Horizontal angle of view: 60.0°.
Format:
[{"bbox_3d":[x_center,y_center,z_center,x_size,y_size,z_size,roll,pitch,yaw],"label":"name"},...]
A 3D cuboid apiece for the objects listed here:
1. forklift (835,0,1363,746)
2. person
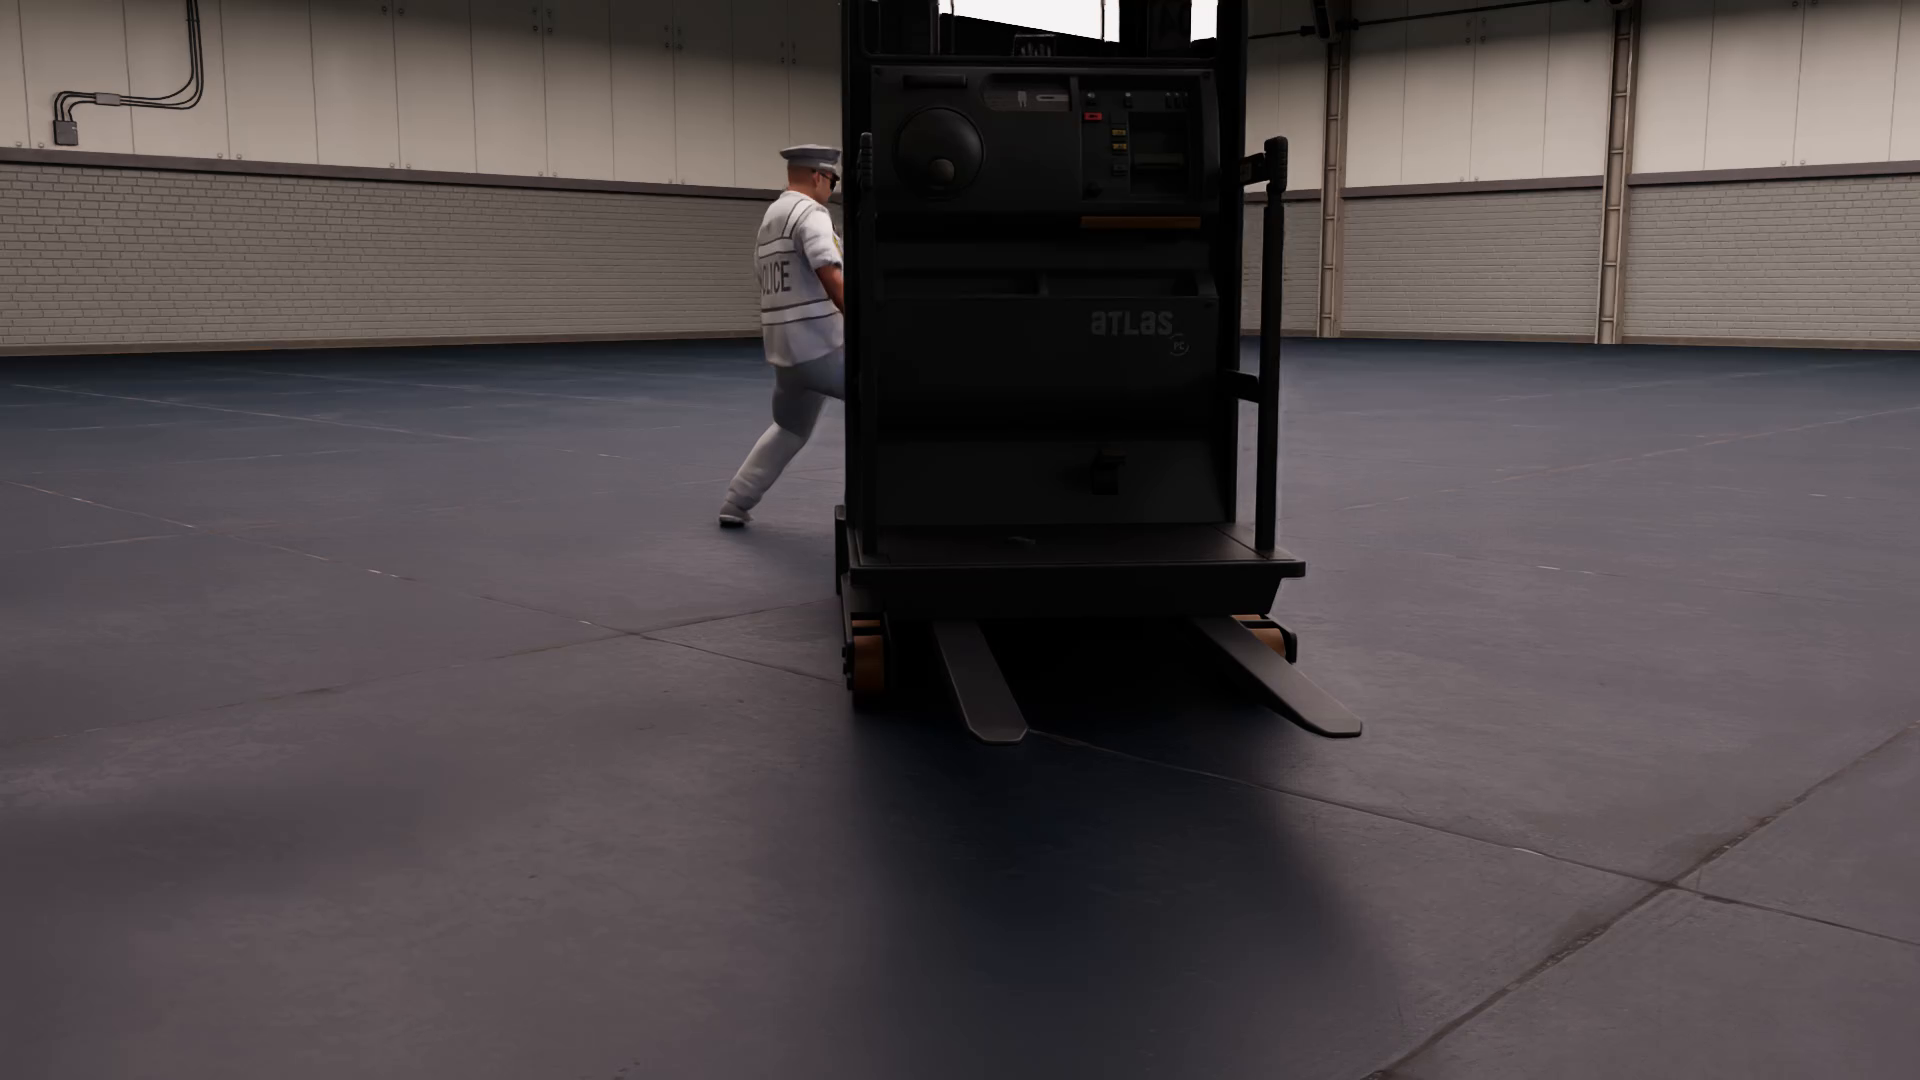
[{"bbox_3d":[0.247,-1.106,4.219,1.130,2.935,3.031,-1,9,-5],"label":"forklift"},{"bbox_3d":[-0.610,-0.831,6.989,0.726,1.628,0.971,-5,10,-31],"label":"person"}]
